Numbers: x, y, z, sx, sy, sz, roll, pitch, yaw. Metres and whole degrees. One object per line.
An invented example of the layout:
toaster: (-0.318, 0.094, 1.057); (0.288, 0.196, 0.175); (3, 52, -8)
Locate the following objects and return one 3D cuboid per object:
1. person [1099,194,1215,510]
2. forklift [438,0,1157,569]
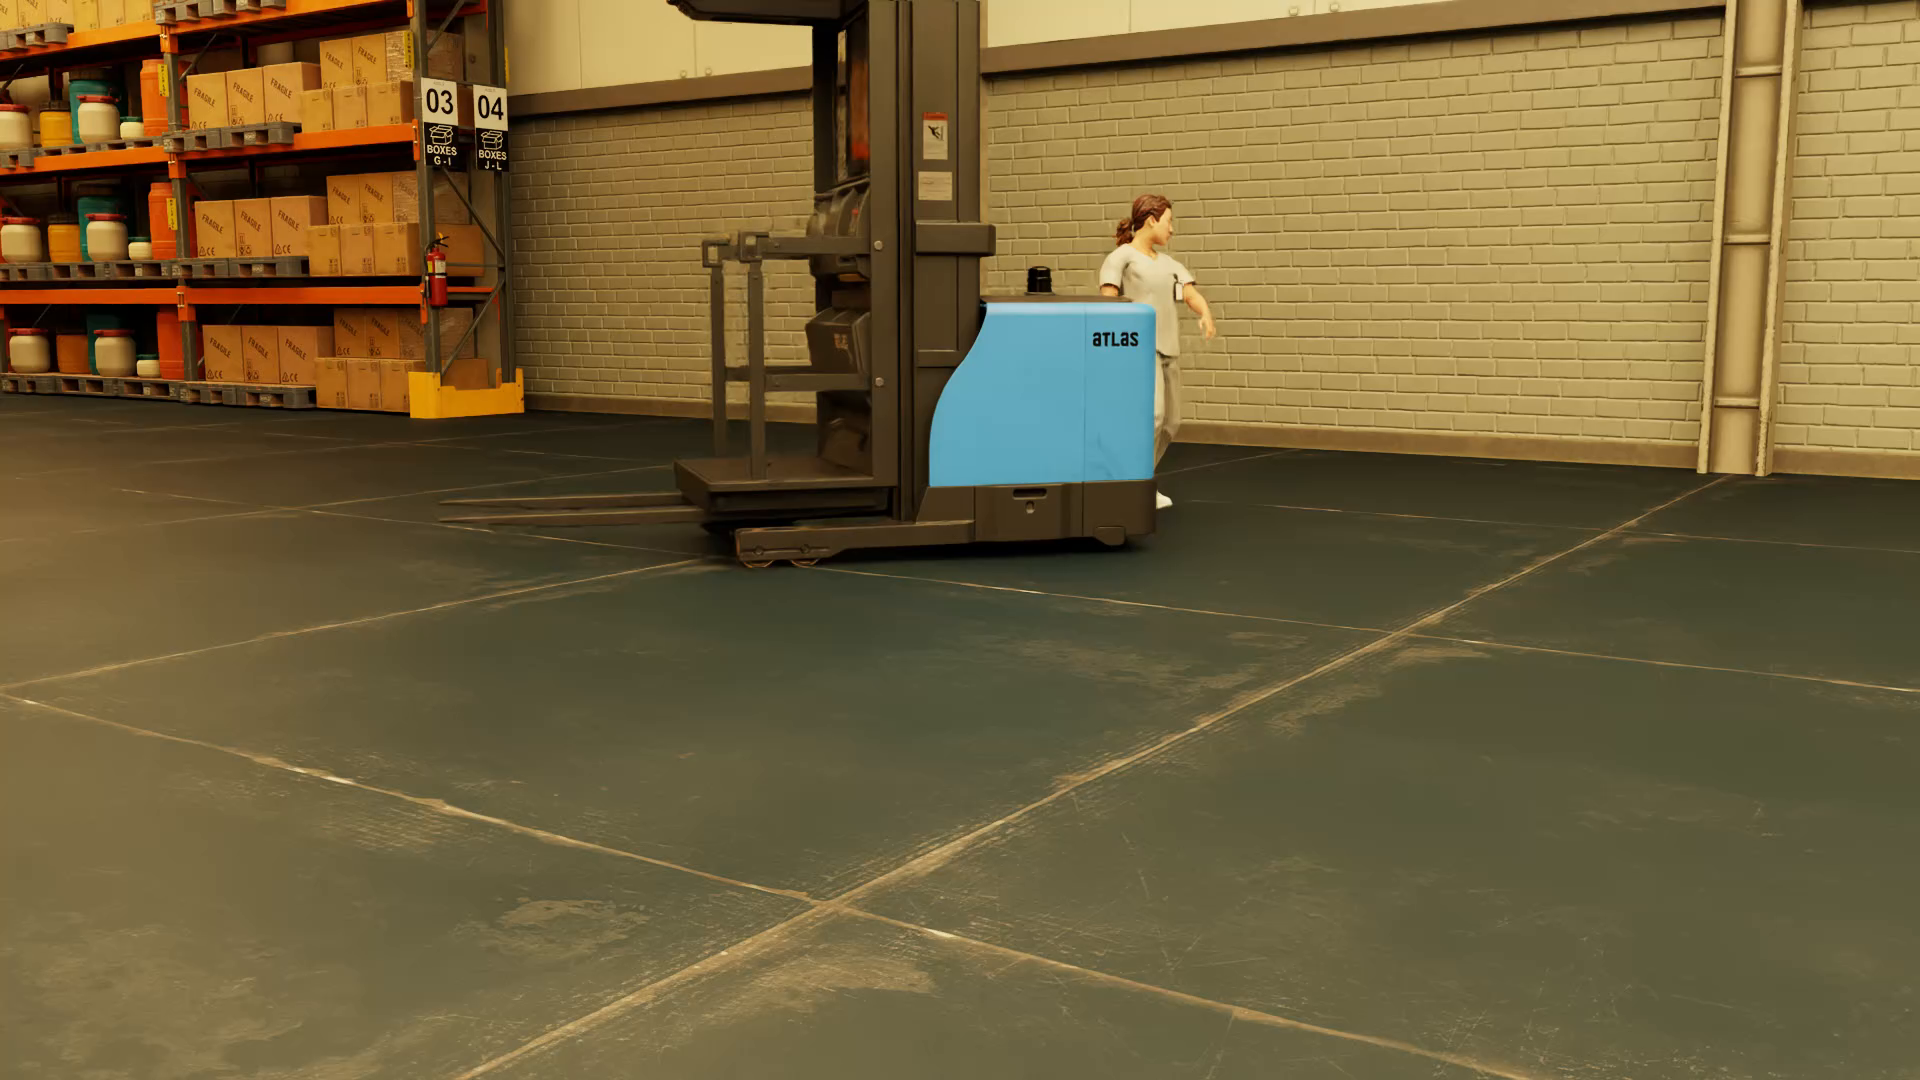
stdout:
person: (0.919, -0.927, 8.302); (0.778, 1.589, 0.639); (8, 11, 44)
forklift: (-0.711, -1.415, 7.143); (3.031, 2.935, 1.130); (-2, 8, -17)
